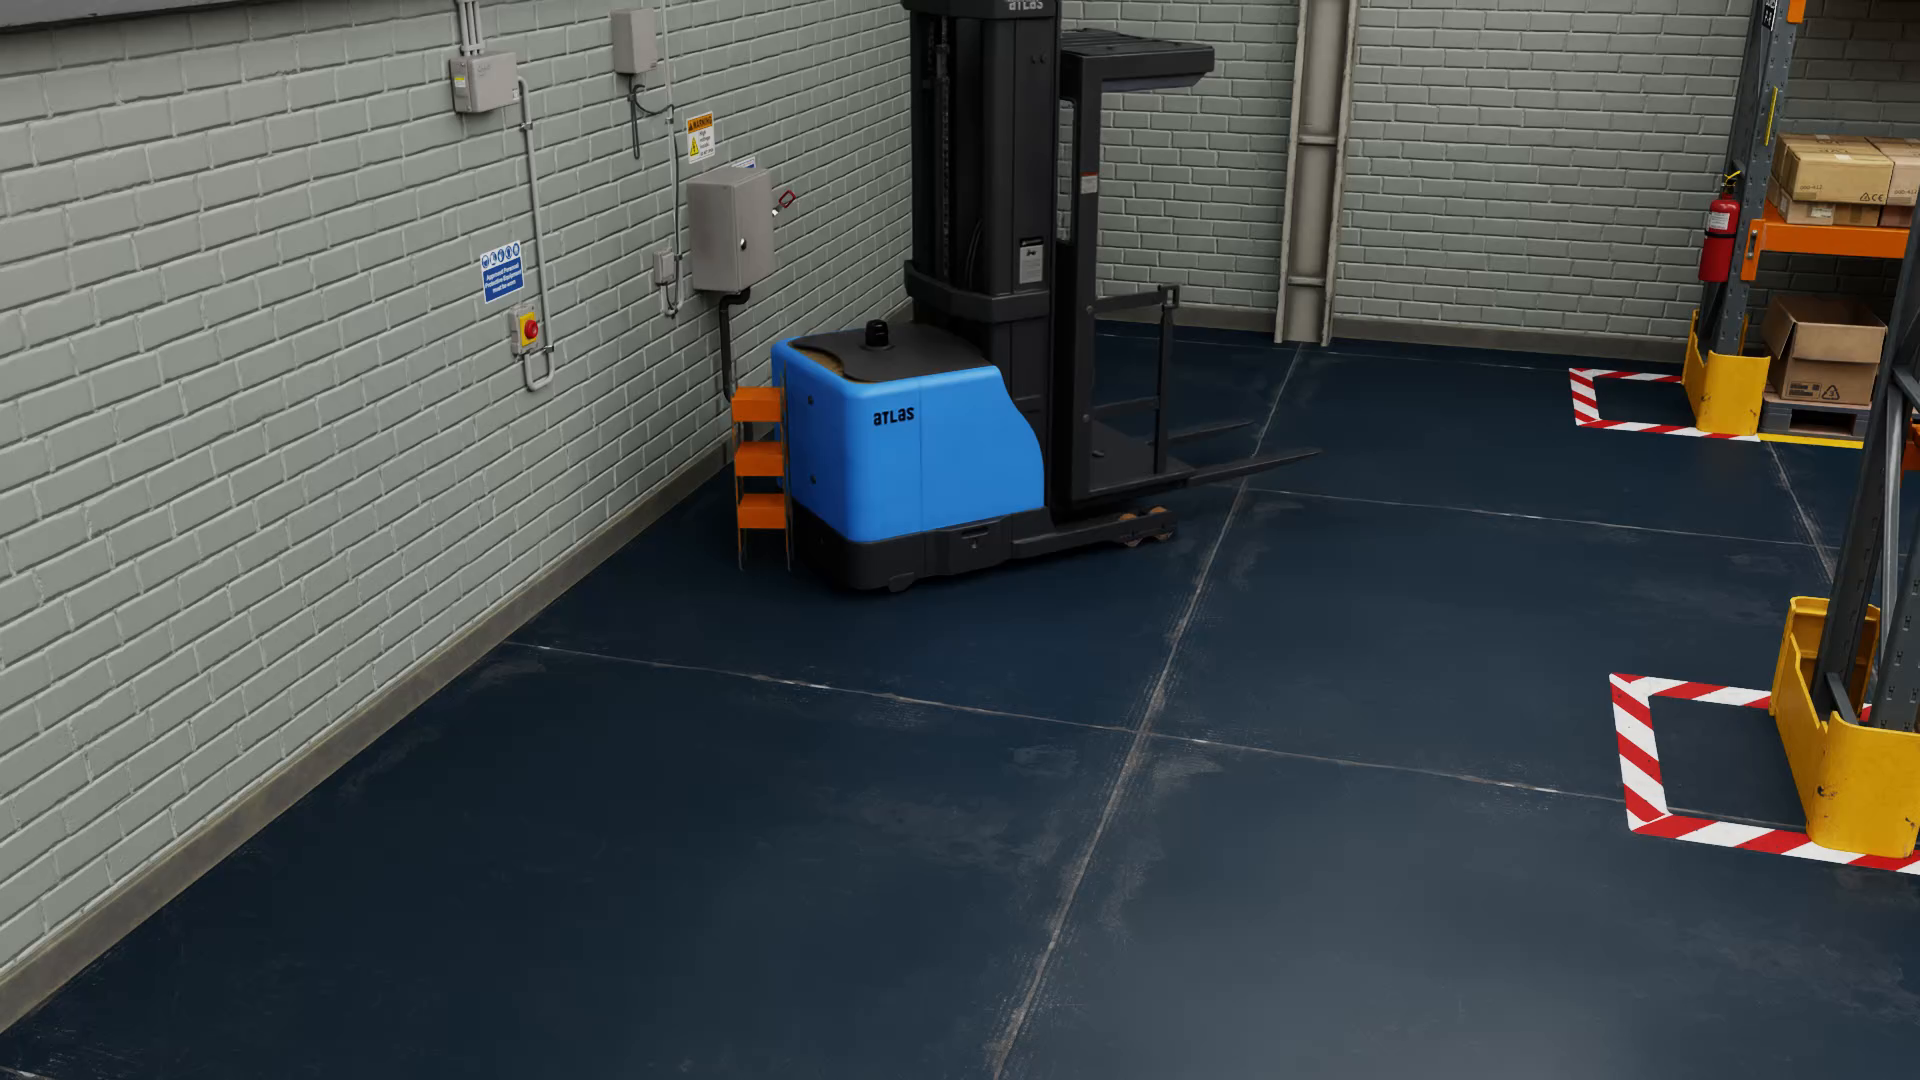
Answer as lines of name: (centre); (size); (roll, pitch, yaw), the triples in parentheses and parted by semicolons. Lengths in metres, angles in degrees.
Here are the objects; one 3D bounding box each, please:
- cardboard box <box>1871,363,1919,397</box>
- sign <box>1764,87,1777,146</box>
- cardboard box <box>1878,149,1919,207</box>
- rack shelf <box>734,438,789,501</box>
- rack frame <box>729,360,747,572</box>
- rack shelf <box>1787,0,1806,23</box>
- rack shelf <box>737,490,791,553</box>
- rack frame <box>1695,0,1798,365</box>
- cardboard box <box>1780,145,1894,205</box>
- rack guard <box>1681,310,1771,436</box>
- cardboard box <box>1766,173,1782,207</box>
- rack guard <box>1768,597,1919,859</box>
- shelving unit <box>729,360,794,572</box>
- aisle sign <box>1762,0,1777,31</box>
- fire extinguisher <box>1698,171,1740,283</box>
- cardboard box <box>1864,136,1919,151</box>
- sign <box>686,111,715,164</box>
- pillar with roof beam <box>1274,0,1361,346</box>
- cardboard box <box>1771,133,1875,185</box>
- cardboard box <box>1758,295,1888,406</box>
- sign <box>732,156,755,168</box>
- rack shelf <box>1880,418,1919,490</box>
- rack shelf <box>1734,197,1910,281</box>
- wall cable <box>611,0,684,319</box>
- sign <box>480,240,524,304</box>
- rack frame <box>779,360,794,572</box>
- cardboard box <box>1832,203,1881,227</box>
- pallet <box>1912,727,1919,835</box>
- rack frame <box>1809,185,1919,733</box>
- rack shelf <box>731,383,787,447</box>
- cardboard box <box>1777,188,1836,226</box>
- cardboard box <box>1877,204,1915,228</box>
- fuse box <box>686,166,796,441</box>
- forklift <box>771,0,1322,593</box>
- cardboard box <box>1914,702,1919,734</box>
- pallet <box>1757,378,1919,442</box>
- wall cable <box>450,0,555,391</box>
cardboard box: (5.839, -0.981, 10.411); (0.250, 0.149, 0.380); (6, 23, 13)
sign: (4.728, -2.471, 9.700); (0.005, 0.325, 0.100); (7, 23, 16)
cardboard box: (5.724, -2.133, 9.823); (0.500, 0.250, 0.500); (7, 23, 16)
rack shelf: (-0.982, -0.351, 8.269); (0.240, 0.259, 0.215); (0, 23, 1)
rack frame: (-1.104, -0.362, 8.267); (0.008, 1.050, 0.200); (0, 23, 1)
rack shelf: (6.800, -3.103, 9.378); (4.000, 0.370, 1.077); (7, 23, 16)
rack shelf: (-0.982, -0.095, 8.376); (0.240, 0.259, 0.215); (0, 23, 1)
rack frame: (4.885, -2.267, 10.345); (0.127, 3.000, 1.000); (7, 23, 16)
cardboard box: (5.241, -2.188, 9.957); (0.500, 0.250, 0.500); (7, 23, 16)
rack guard: (4.958, -1.103, 10.799); (0.348, 0.500, 1.175); (7, 23, 16)
cardboard box: (5.280, -2.212, 10.542); (0.250, 0.149, 0.380); (6, 23, 15)
rack guard: (3.432, 0.690, 6.429); (0.348, 0.500, 1.175); (7, 23, 16)
shelving unit: (-0.982, -0.361, 8.265); (0.252, 1.050, 0.215); (0, 23, 1)
aisle sign: (4.735, -3.371, 9.610); (0.004, 0.787, 0.394); (7, 23, 16)
fire extinguisher: (4.611, -1.907, 10.061); (0.183, 0.674, 0.296); (7, 23, 16)
cardboard box: (5.895, -2.325, 10.291); (0.500, 0.250, 0.500); (7, 23, 16)
sign: (-1.418, -2.205, 9.105); (0.001, 0.242, 0.339); (7, 23, 16)
pillar with roof beam: (1.320, -4.102, 6.913); (0.400, 9.000, 9.100); (7, 23, 16)
cardboard box: (5.402, -2.382, 10.429); (0.500, 0.250, 0.500); (7, 23, 17)
cardboard box: (5.443, -1.205, 10.492); (0.637, 0.503, 0.797); (6, 23, 13)
sign: (-1.260, -1.979, 9.766); (0.001, 0.494, 0.329); (7, 23, 16)
rack shelf: (5.369, 0.088, 5.550); (4.000, 0.370, 1.077); (7, 23, 16)
rack shelf: (6.800, -1.715, 9.947); (4.000, 0.370, 1.077); (7, 23, 16)
wall cable: (-1.552, -2.060, 8.500); (0.122, 1.984, 0.588); (7, 23, 16)
sign: (-2.023, -1.187, 7.356); (0.001, 0.218, 0.327); (7, 23, 16)
rack frame: (-0.860, -0.360, 8.262); (0.008, 1.050, 0.200); (0, 23, 1)
cardboard box: (5.377, -2.004, 10.035); (0.250, 0.149, 0.380); (7, 23, 17)
pallet: (4.243, 0.886, 6.333); (1.213, 0.211, 1.003); (7, 23, 16)
rack frame: (3.455, -0.464, 5.948); (0.127, 3.000, 1.000); (7, 23, 16)
rack shelf: (-0.982, -0.613, 8.159); (0.240, 0.259, 0.215); (0, 23, 1)
cardboard box: (5.120, -2.016, 10.062); (0.250, 0.149, 0.380); (6, 23, 15)
cardboard box: (5.639, -1.988, 9.996); (0.250, 0.149, 0.380); (6, 23, 15)
fuse box: (-1.204, -1.224, 9.500); (0.414, 1.711, 0.539); (7, 23, 16)
forklift: (0.569, -1.488, 8.535); (3.031, 2.935, 1.130); (-12, 25, -27)
cardboard box: (4.115, 0.564, 6.266); (0.875, 0.438, 0.875); (6, 23, 14)
pallet: (5.721, -0.882, 10.642); (1.213, 0.211, 1.003); (7, 23, 16)
wall cable: (-1.950, -1.558, 7.235); (0.123, 1.953, 0.585); (7, 23, 16)
